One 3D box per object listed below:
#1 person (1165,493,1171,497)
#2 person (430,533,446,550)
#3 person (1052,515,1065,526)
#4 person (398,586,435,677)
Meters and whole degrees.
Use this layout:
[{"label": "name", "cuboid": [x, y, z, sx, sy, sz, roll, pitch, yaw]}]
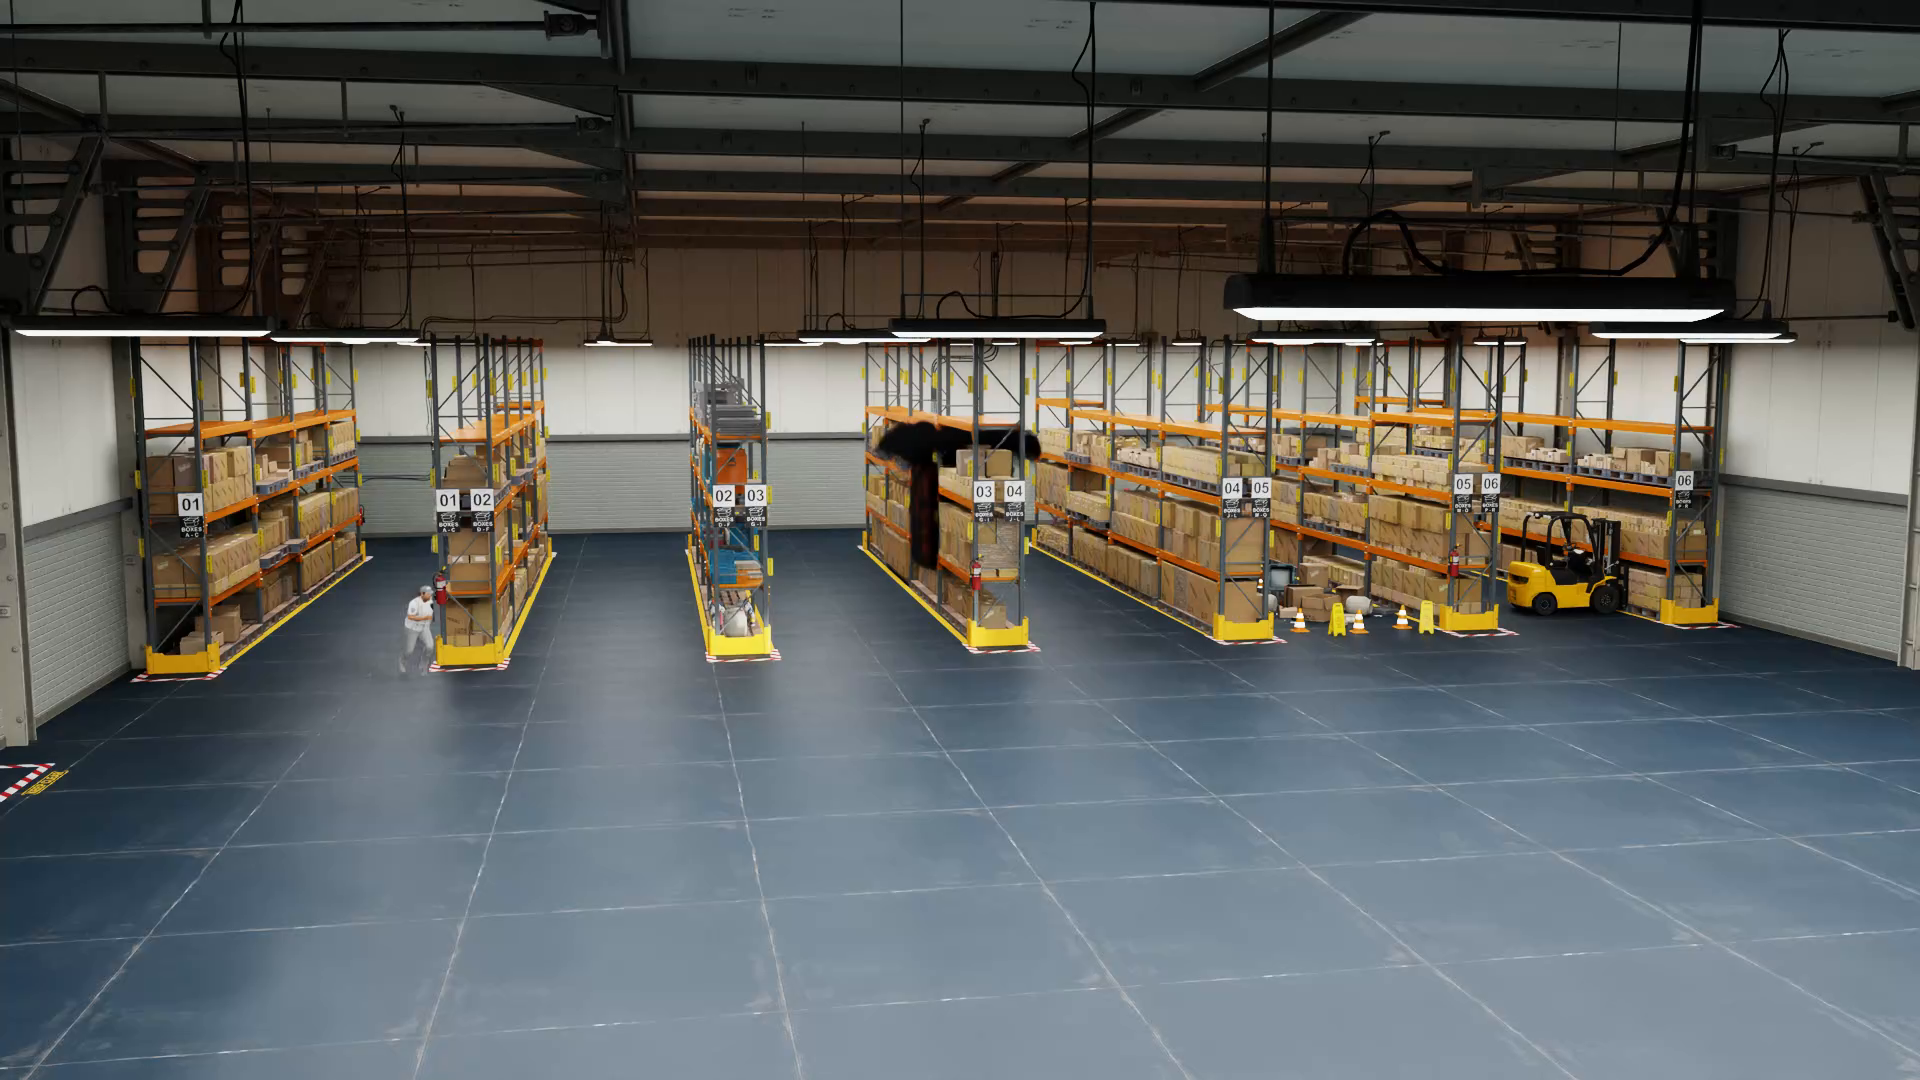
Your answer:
[{"label": "person", "cuboid": [5.618, -0.349, 44.092, 0.620, 1.753, 0.860, -3, 7, -21]}, {"label": "person", "cuboid": [-14.404, -0.452, 46.635, 0.879, 1.740, 0.626, 0, 7, -3]}, {"label": "person", "cuboid": [3.159, -0.924, 50.693, 0.763, 1.716, 0.567, -3, 7, -25]}, {"label": "person", "cuboid": [-9.517, 1.620, 29.262, 0.871, 1.677, 0.635, 5, 8, 36]}]
